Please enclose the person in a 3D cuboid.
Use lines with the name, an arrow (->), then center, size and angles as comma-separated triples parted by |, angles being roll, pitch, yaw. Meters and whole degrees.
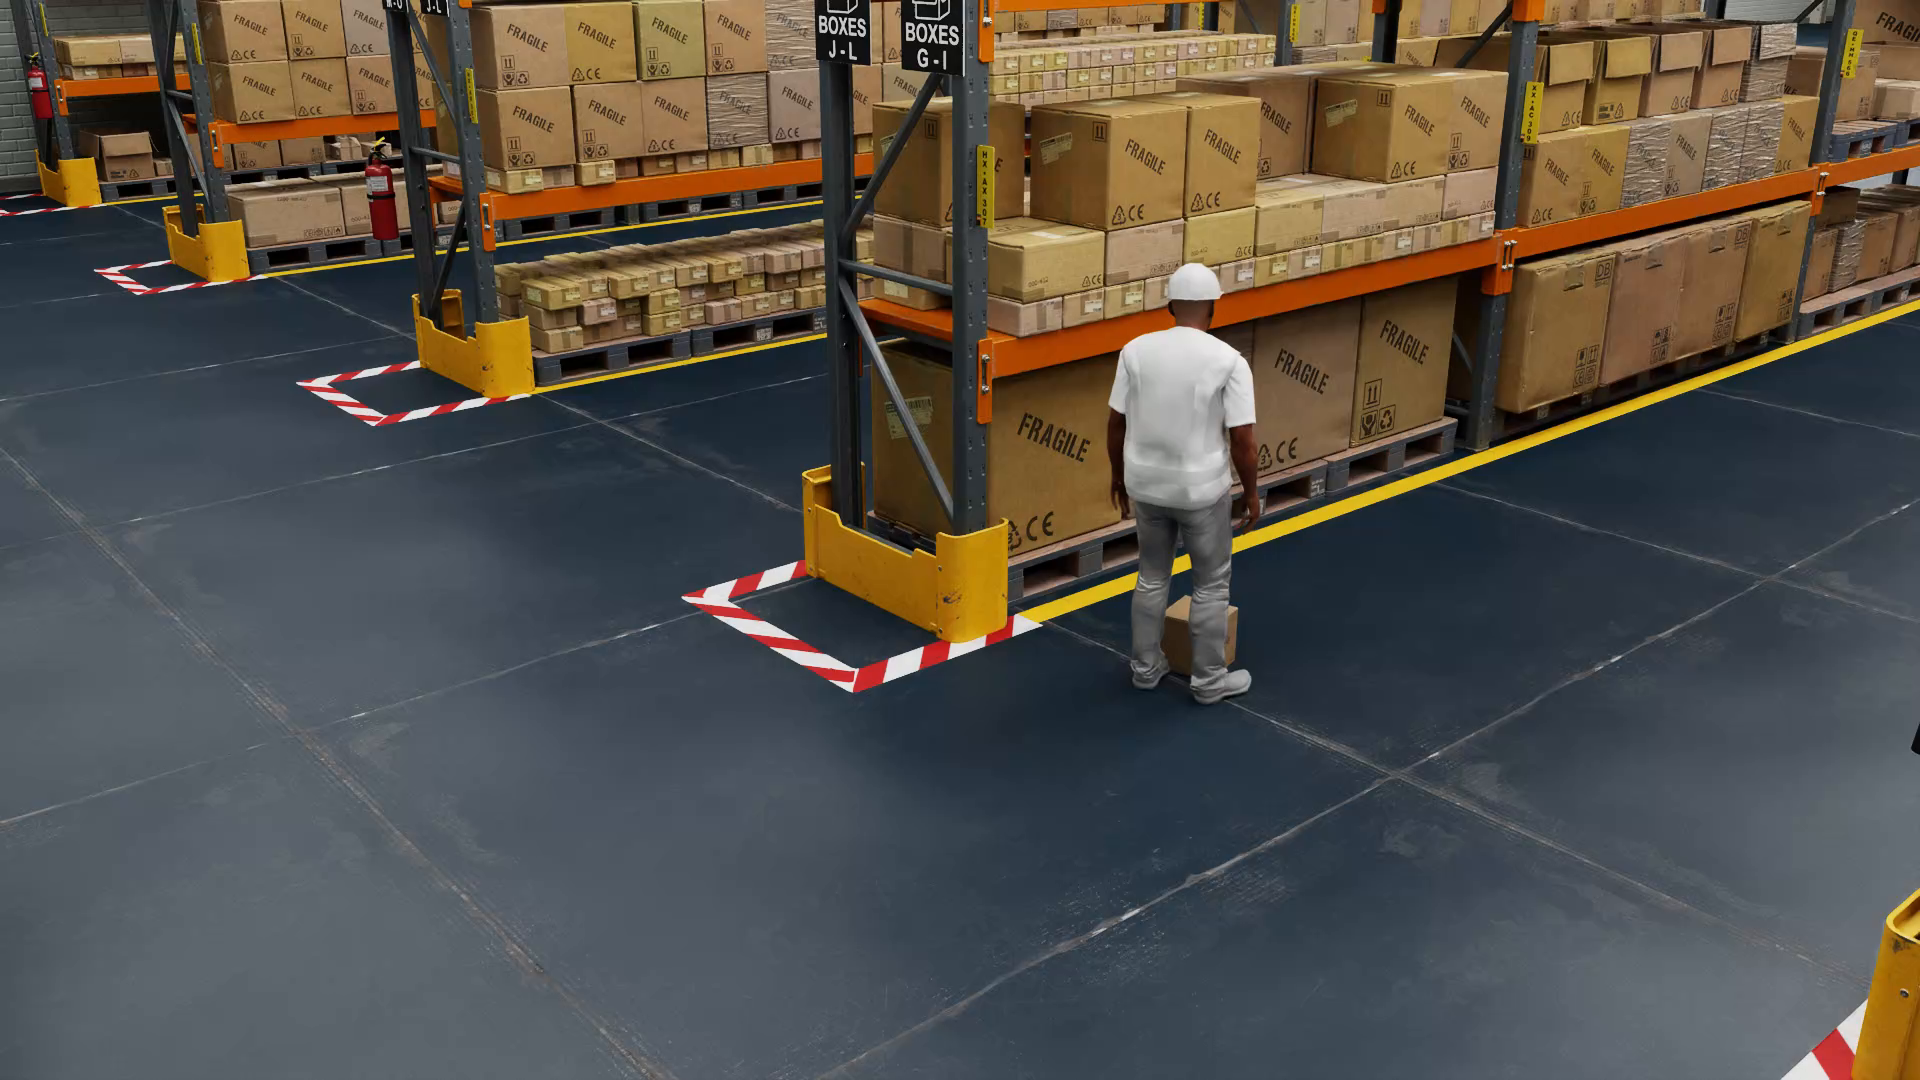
person -> 0.890, -0.218, 6.635 | 0.635, 1.756, 0.457 | 12, 24, 29
